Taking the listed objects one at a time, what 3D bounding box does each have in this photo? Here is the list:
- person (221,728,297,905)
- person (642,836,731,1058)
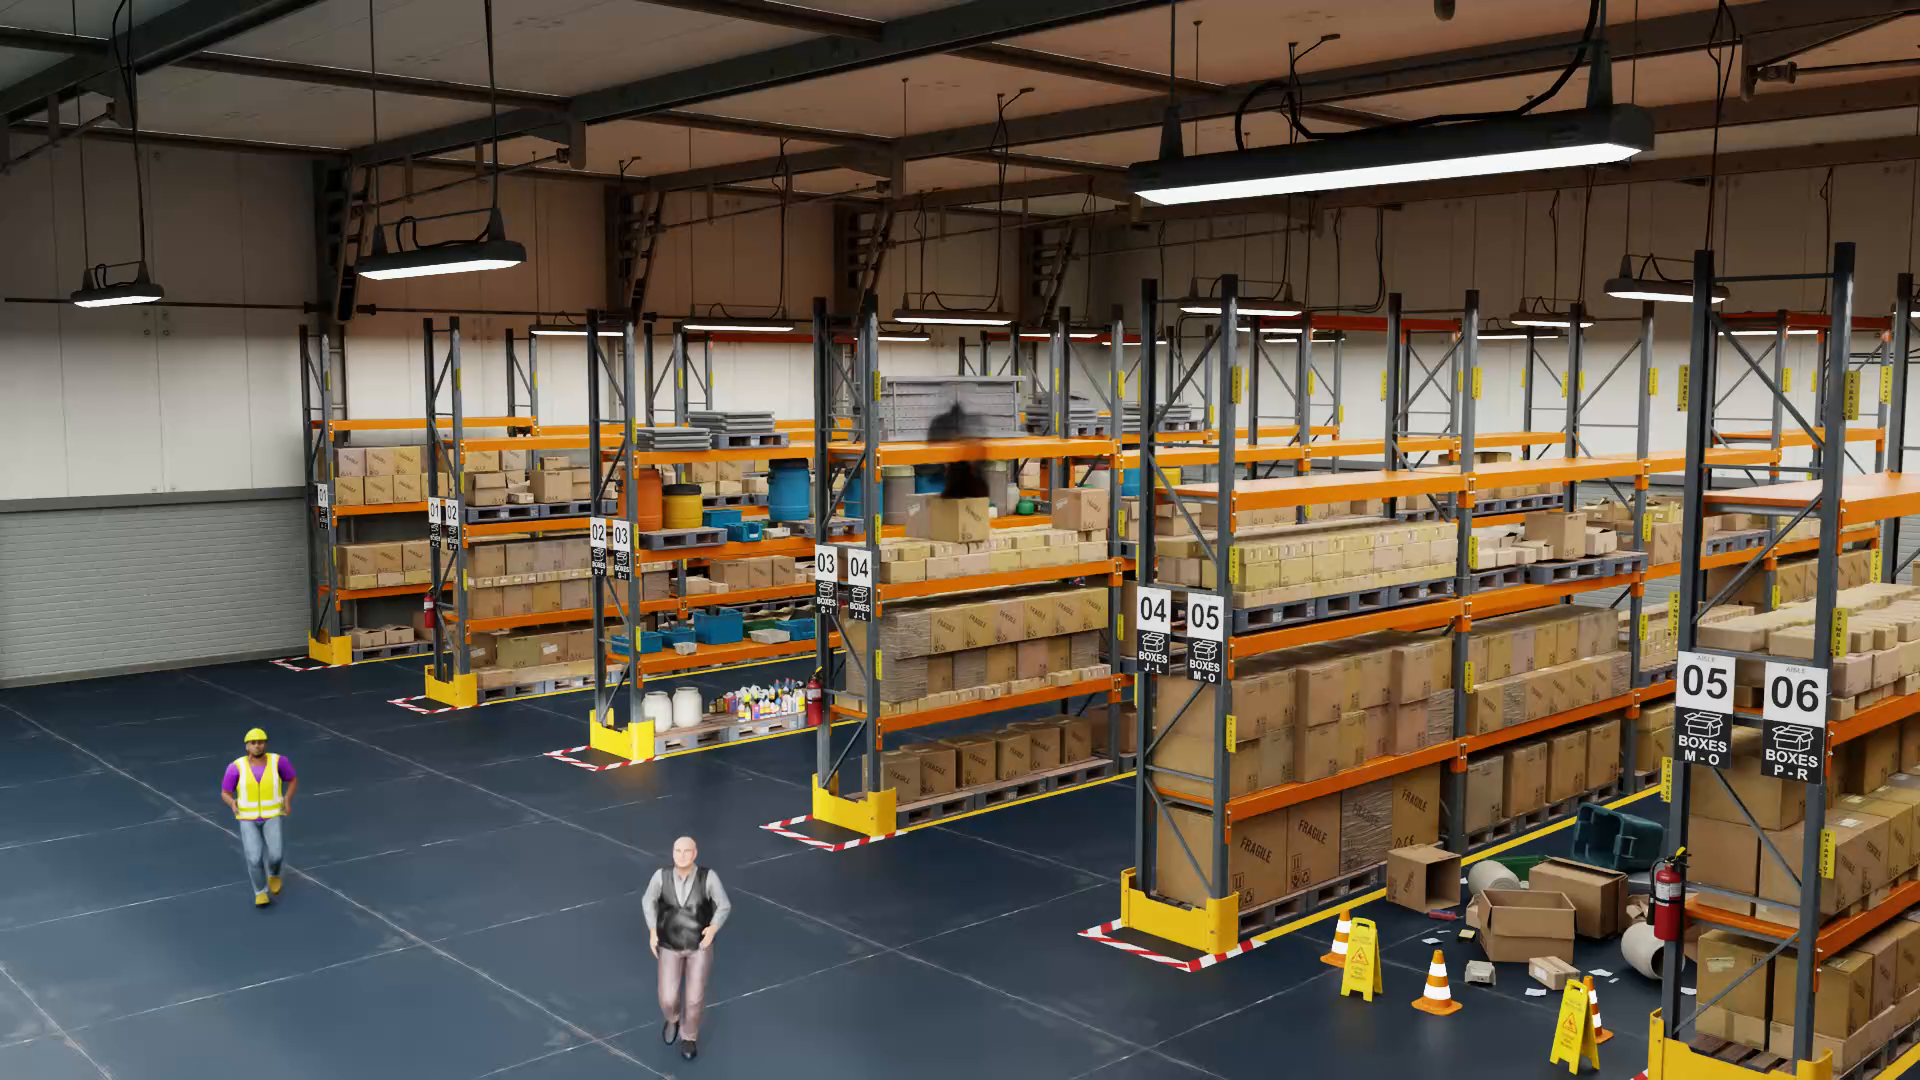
[{"bbox_3d":[-6.767,2.680,16.095,0.692,1.720,0.589,-2,6,-23],"label":"person"},{"bbox_3d":[-2.059,3.067,12.515,0.672,1.689,0.571,-1,6,-6],"label":"person"}]
